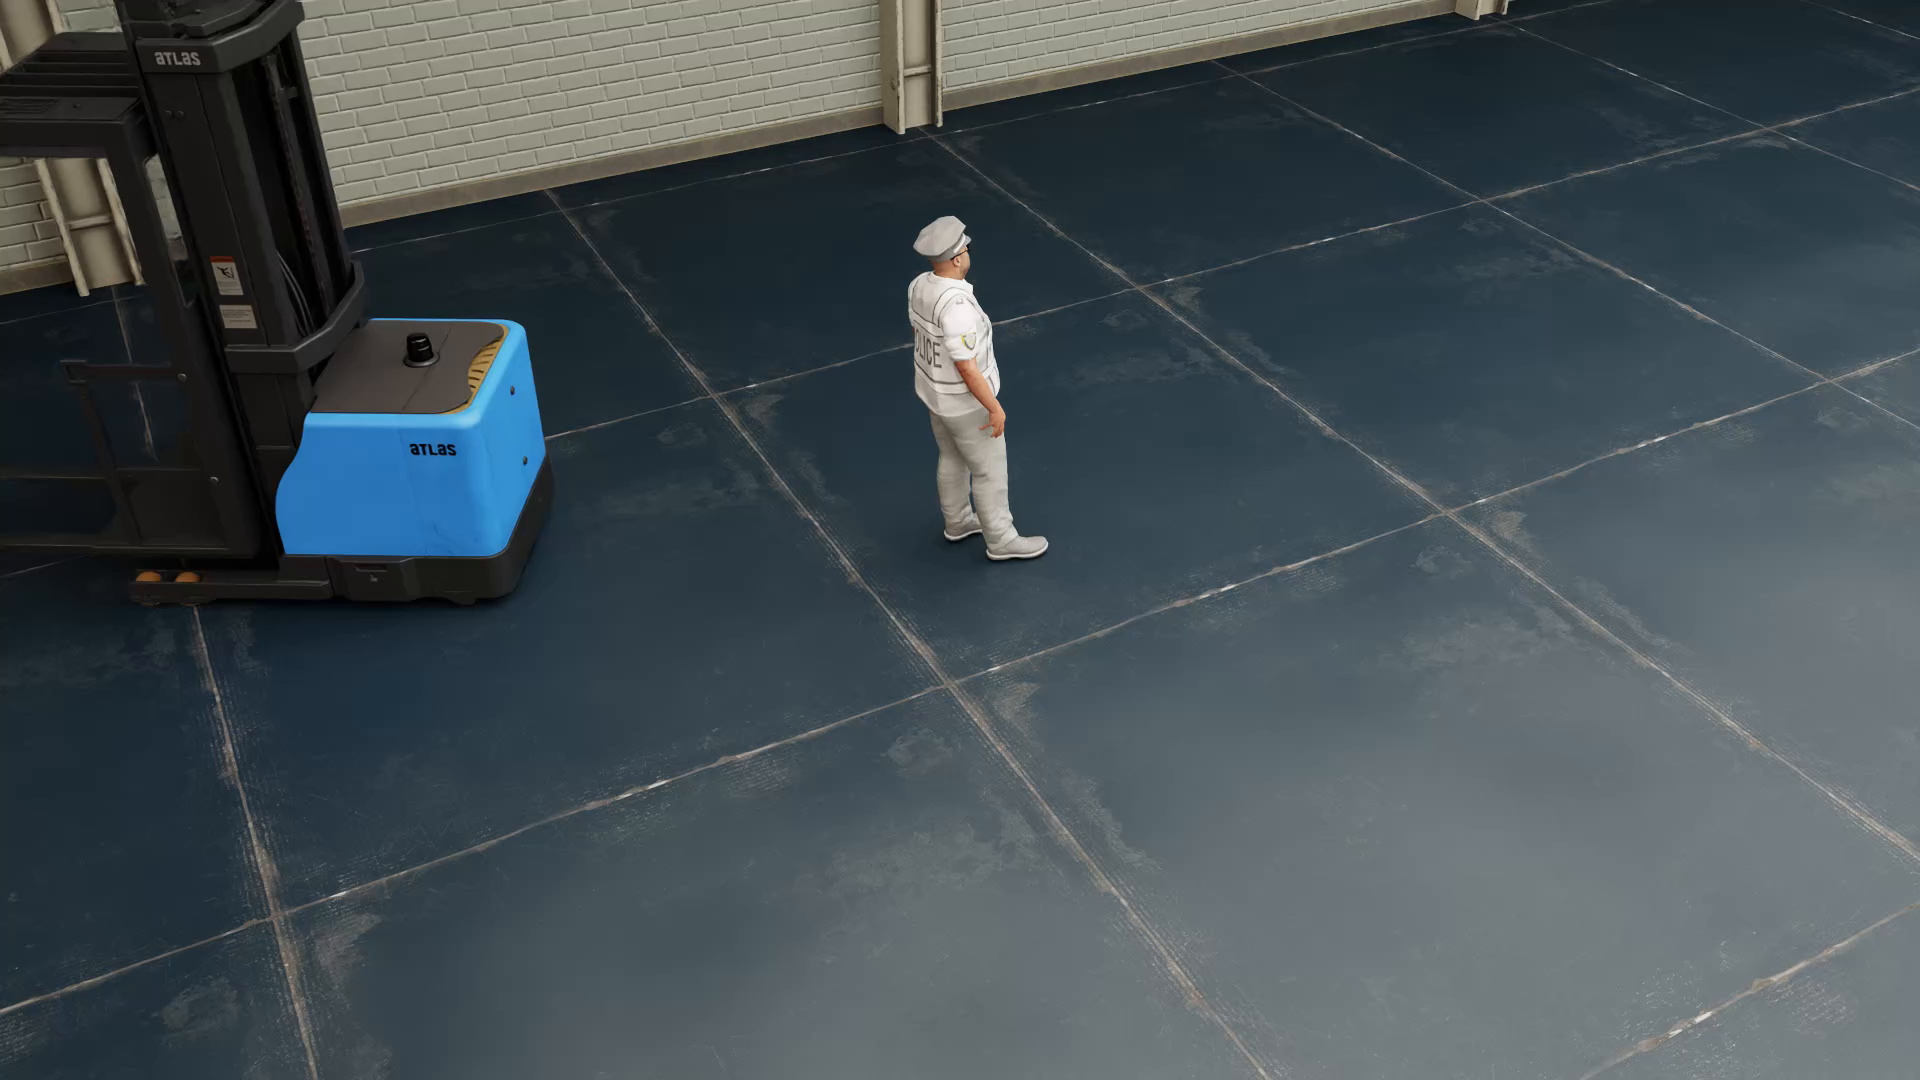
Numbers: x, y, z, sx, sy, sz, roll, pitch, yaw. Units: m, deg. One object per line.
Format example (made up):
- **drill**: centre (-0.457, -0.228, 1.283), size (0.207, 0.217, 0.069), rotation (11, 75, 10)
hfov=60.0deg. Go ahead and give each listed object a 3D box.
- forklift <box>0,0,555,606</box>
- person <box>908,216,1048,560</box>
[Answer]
- **forklift**: centre (-3.696, -1.176, 7.786), size (3.031, 2.935, 1.130), rotation (1, 35, 1)
- **person**: centre (0.074, -0.748, 8.165), size (0.575, 1.781, 0.640), rotation (-17, 39, -23)
